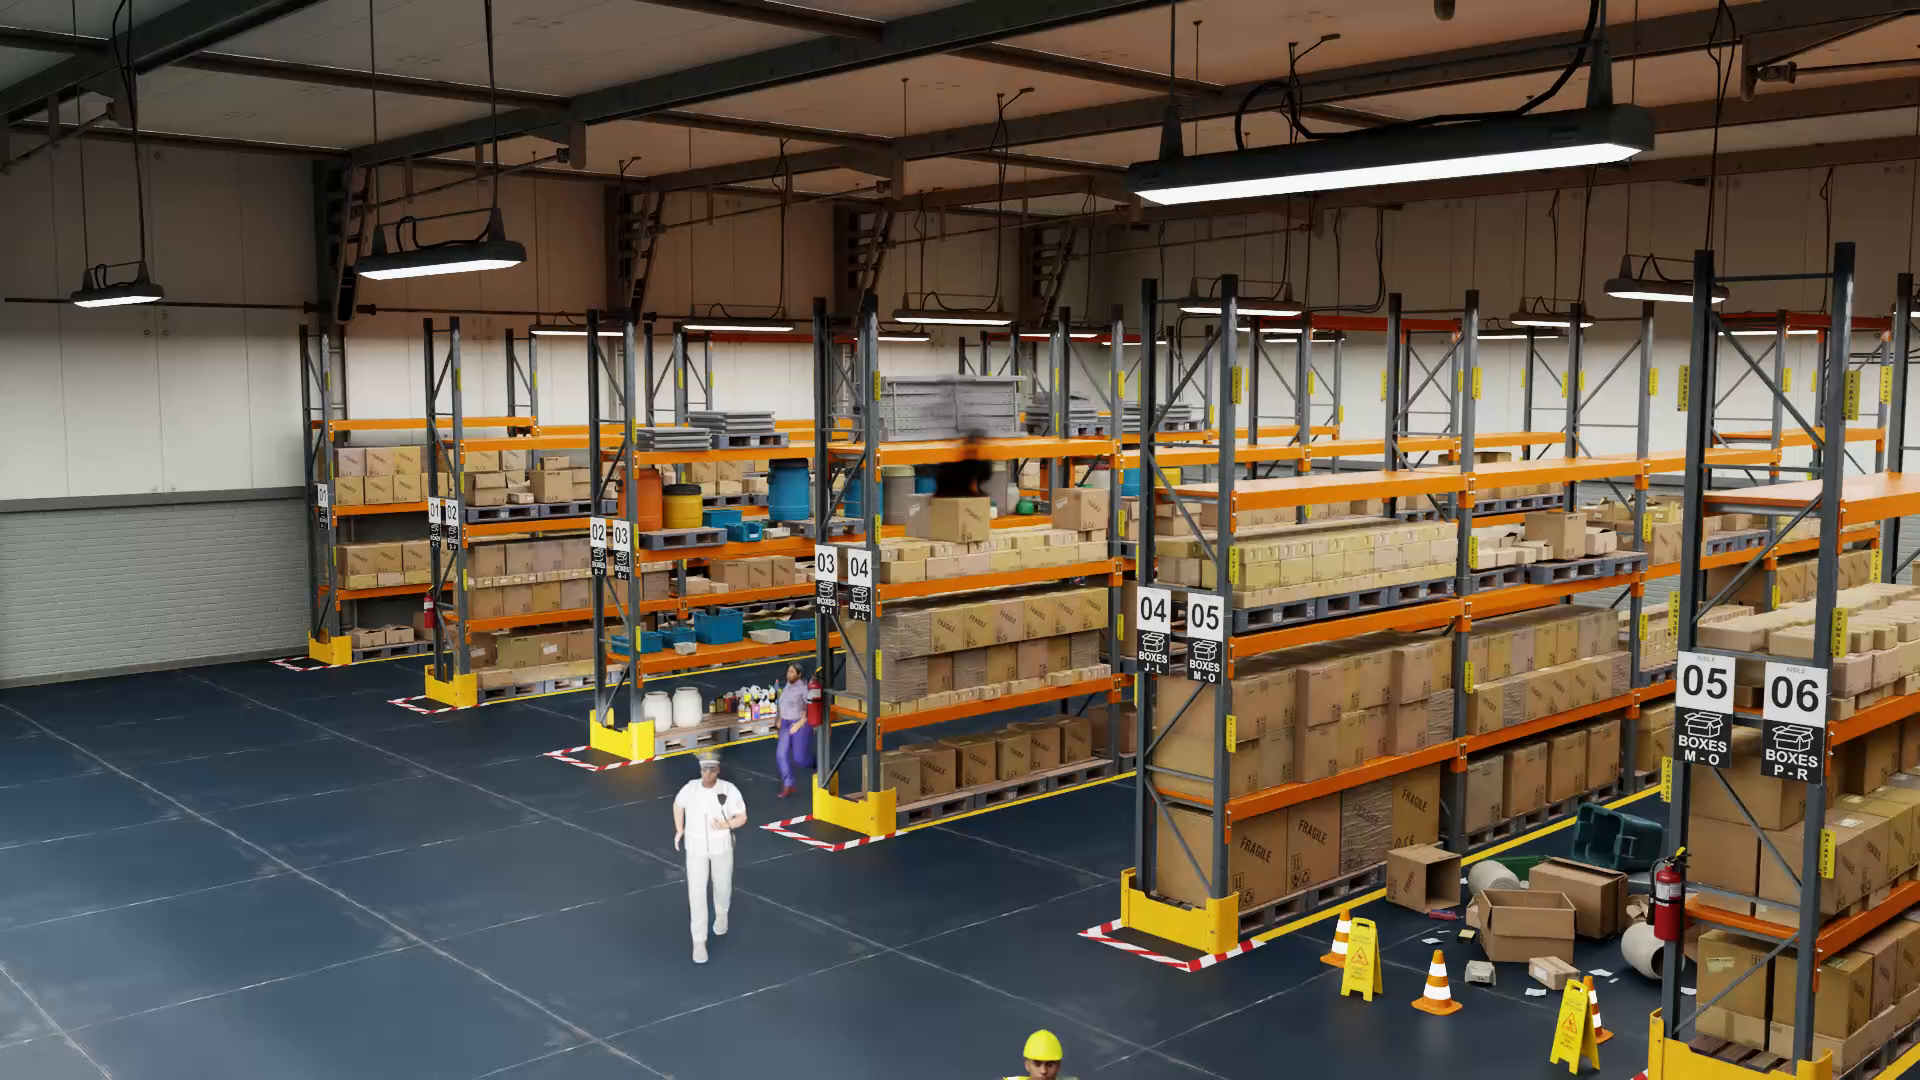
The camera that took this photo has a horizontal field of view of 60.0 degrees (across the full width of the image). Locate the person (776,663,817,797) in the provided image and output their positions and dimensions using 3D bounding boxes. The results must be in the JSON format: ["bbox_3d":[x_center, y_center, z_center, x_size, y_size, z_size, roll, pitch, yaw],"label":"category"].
[{"bbox_3d":[-1.976,2.313,20.449,0.623,1.640,0.701,5,8,42],"label":"person"}]

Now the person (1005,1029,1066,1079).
[{"bbox_3d":[0.409,3.417,8.633,0.676,1.742,0.673,0,6,-3],"label":"person"}]

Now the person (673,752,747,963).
[{"bbox_3d":[-2.235,2.757,14.848,0.664,1.775,0.934,-1,6,-6],"label":"person"}]
